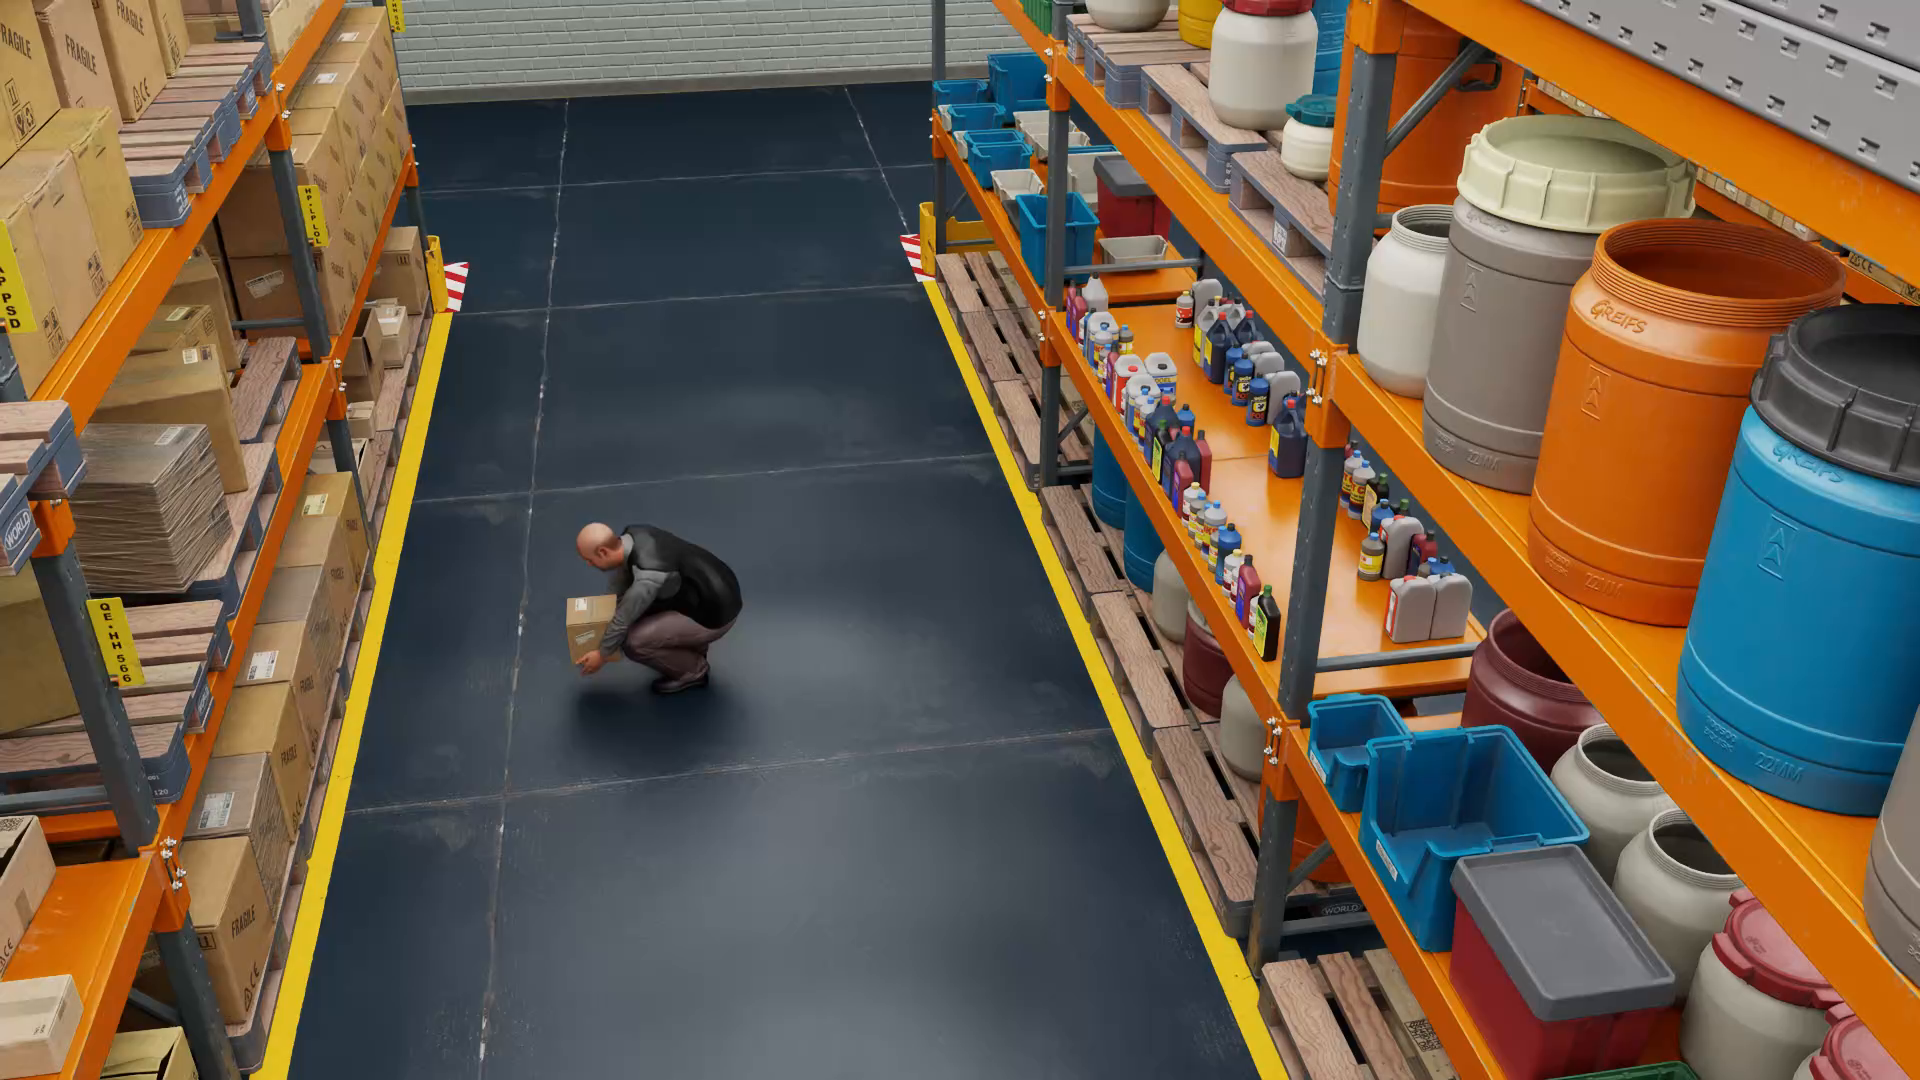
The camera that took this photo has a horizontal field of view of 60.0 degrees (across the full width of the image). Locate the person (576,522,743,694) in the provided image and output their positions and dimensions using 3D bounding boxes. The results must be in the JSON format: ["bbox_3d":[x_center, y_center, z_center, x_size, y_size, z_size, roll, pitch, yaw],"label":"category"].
[{"bbox_3d":[-1.535,0.298,8.408,0.854,0.974,0.519,-6,31,-9],"label":"person"}]
